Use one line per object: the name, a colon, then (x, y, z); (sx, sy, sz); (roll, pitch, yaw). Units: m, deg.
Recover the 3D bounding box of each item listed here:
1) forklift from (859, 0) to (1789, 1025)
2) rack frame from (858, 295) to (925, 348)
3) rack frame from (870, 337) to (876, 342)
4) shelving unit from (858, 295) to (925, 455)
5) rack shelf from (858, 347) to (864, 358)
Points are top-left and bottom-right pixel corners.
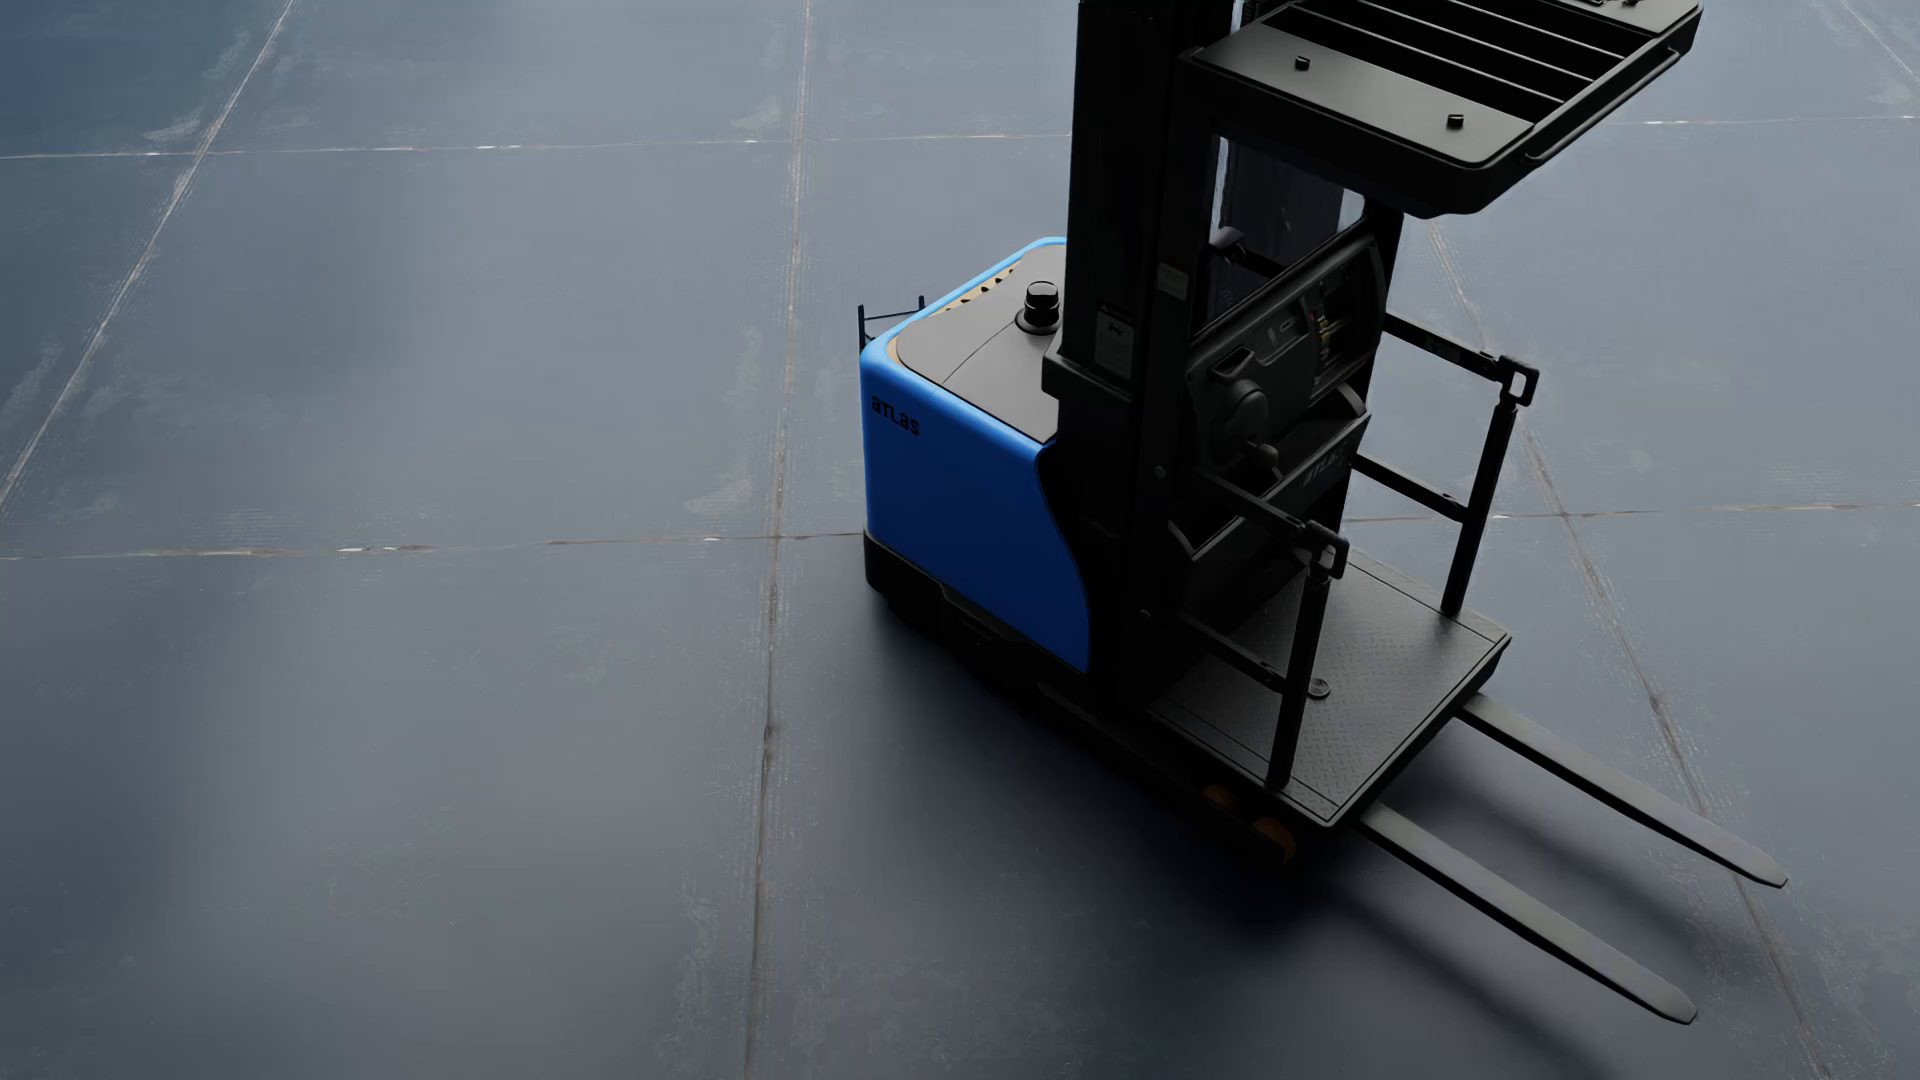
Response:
forklift: (1.083, -0.465, 4.589); (3.031, 2.935, 1.130); (32, 51, 30)
rack frame: (-0.241, -0.508, 6.139); (0.240, 0.900, 0.006); (-10, 43, -11)
rack frame: (-0.189, -0.375, 5.994); (0.240, 0.900, 0.006); (-10, 43, -11)
shelving unit: (-0.215, -0.442, 6.066); (0.258, 0.900, 0.210); (-10, 43, -11)
rack shelf: (-0.215, -0.616, 5.906); (0.258, 0.077, 0.200); (-10, 43, -11)
